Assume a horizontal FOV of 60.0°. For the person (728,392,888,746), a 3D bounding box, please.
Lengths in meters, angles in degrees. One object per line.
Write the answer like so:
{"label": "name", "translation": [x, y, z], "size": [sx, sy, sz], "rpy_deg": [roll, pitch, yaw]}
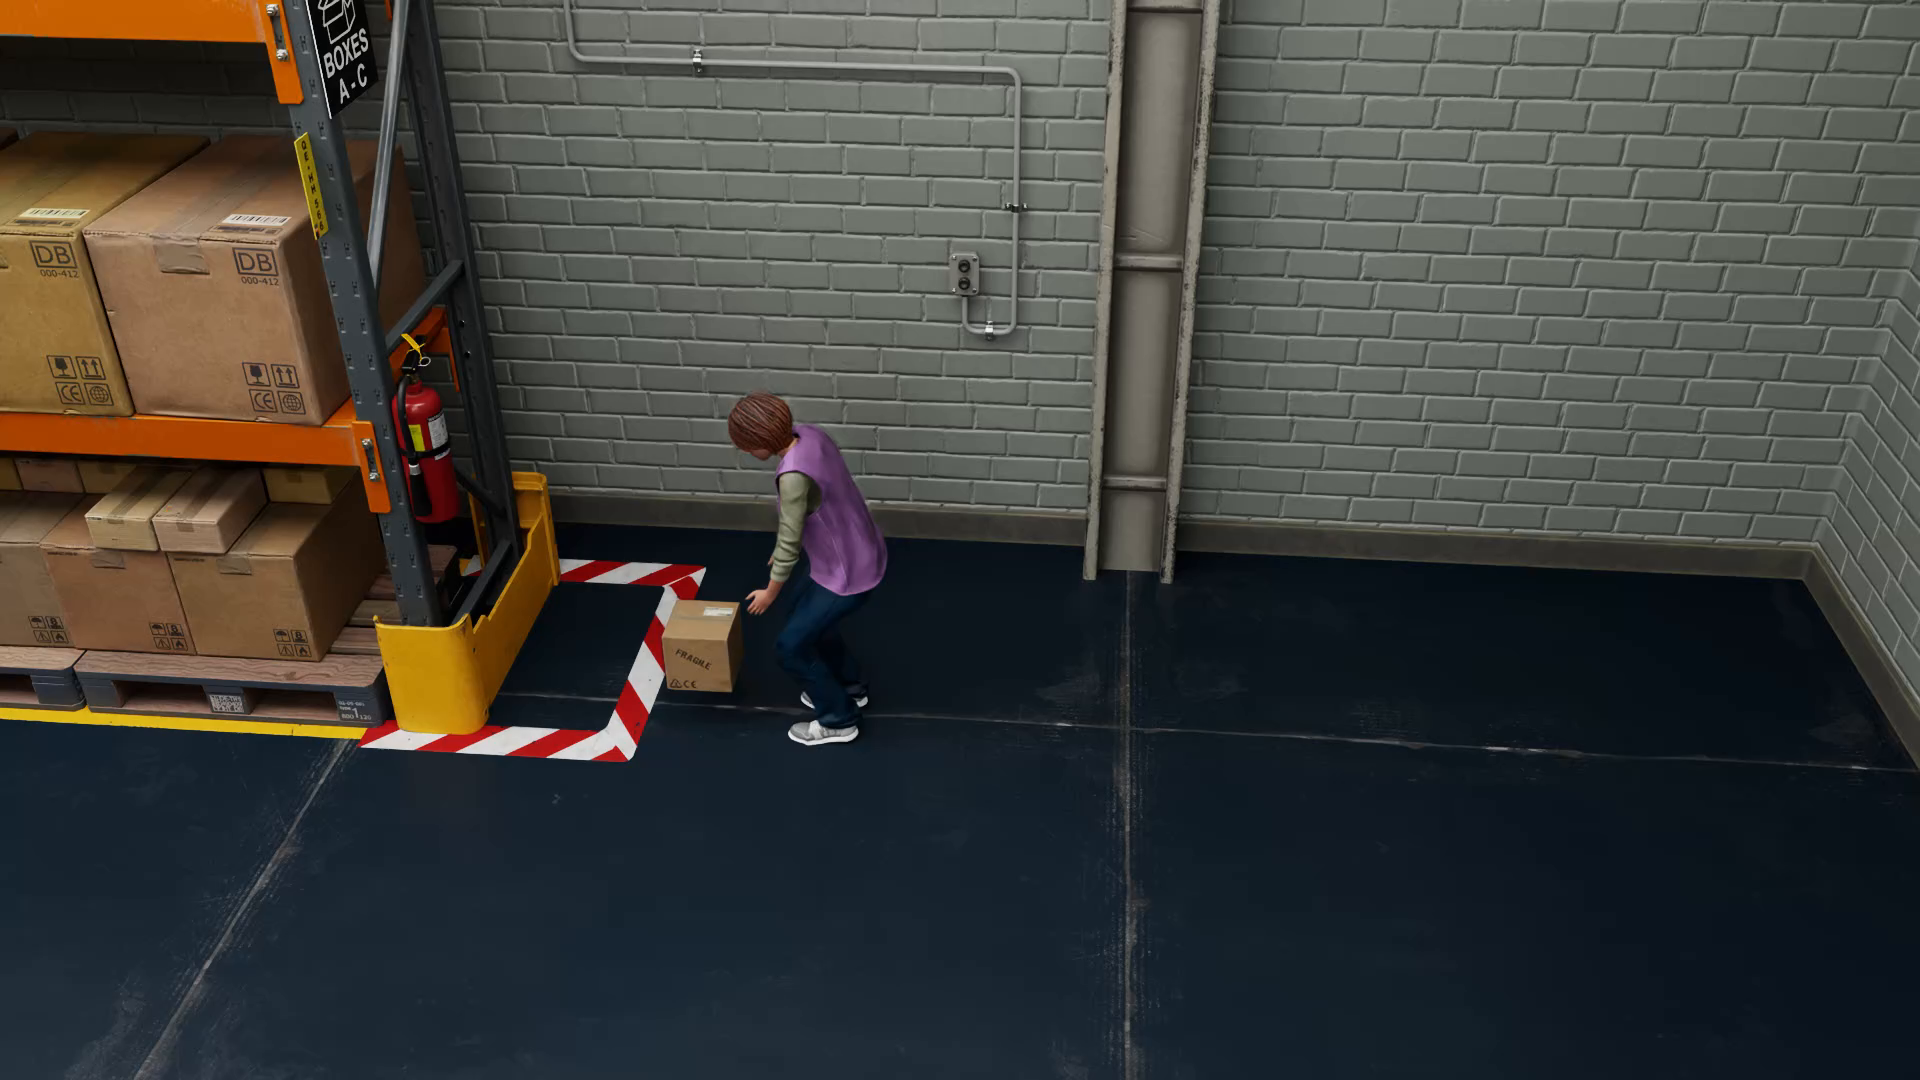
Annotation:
{"label": "person", "translation": [-0.538, 0.120, 6.110], "size": [0.540, 1.444, 0.454], "rpy_deg": [3, 33, 5]}
